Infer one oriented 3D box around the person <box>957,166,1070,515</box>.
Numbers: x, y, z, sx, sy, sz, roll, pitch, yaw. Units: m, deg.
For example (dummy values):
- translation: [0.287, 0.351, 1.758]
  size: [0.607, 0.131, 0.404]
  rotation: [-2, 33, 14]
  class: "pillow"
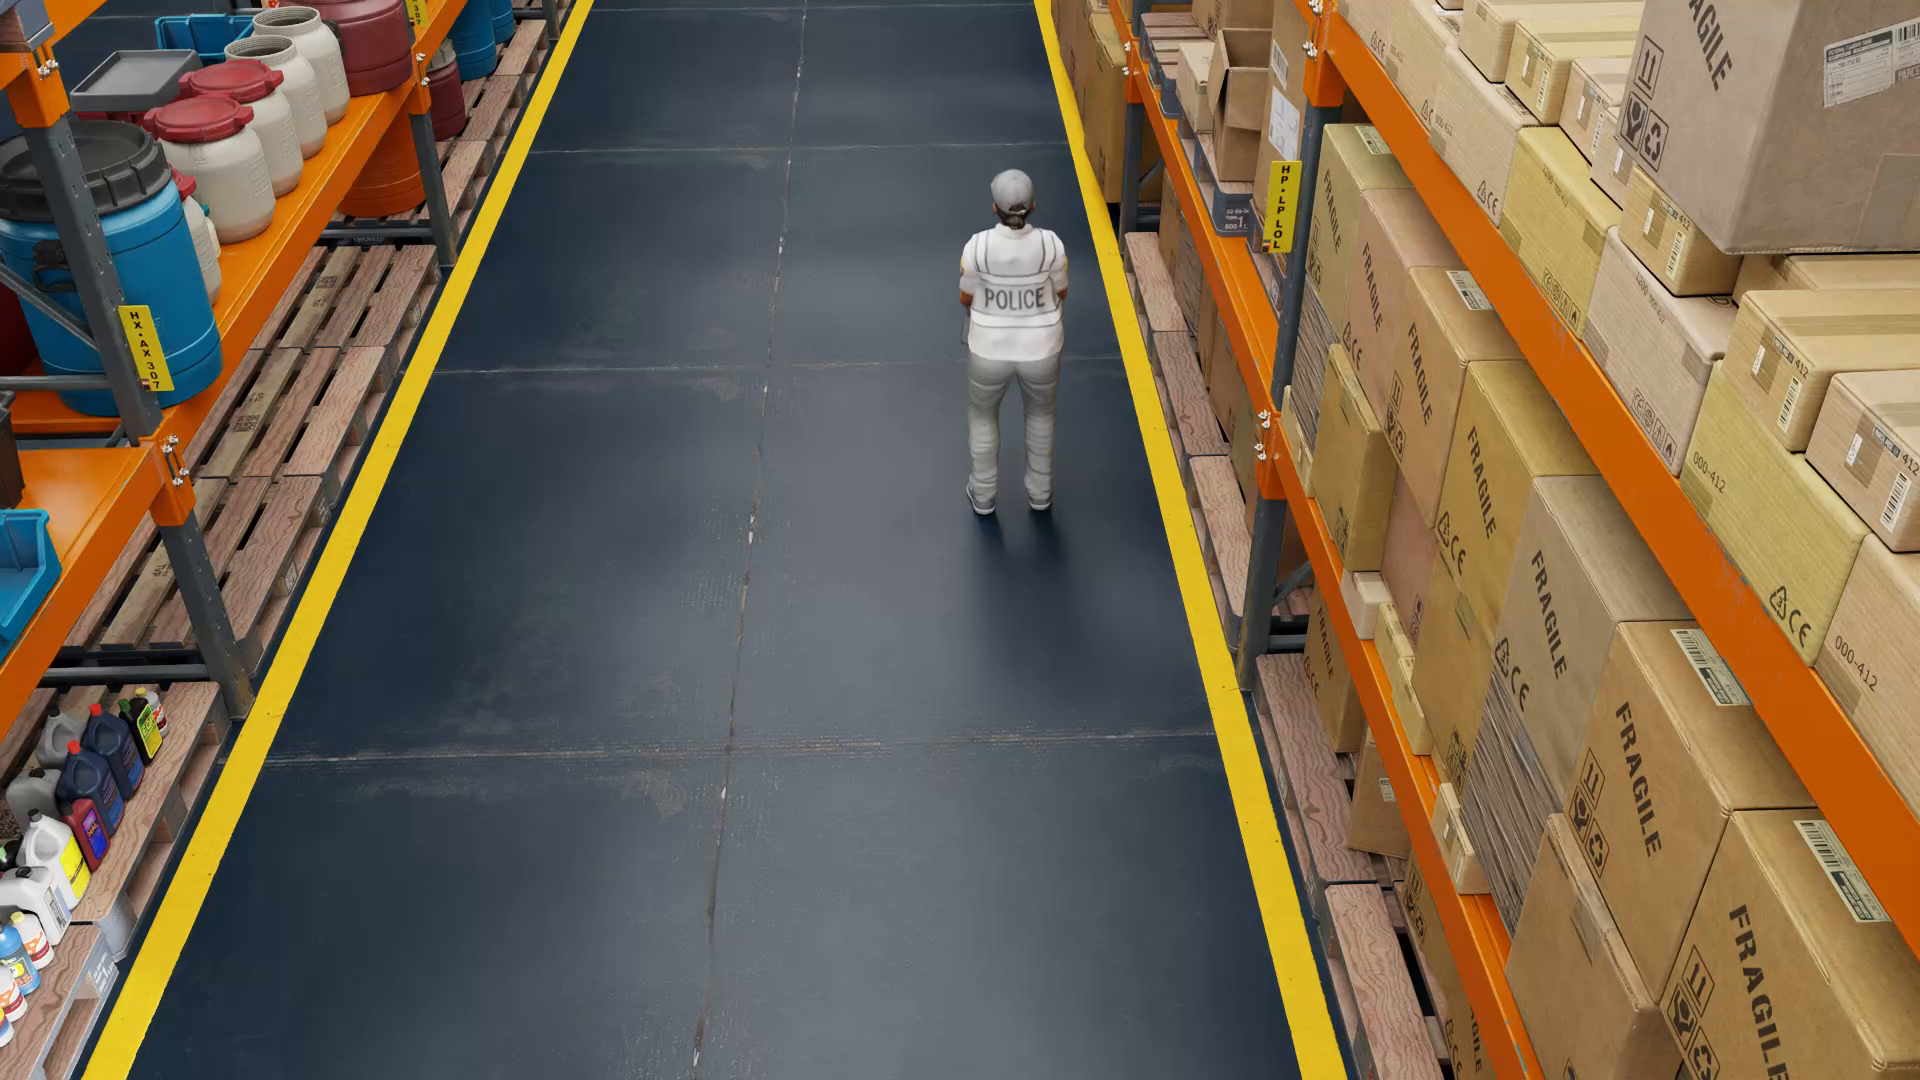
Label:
- translation: [0.229, -0.878, 7.371]
  size: [0.487, 1.670, 0.503]
  rotation: [-2, 35, -3]
  class: "person"
